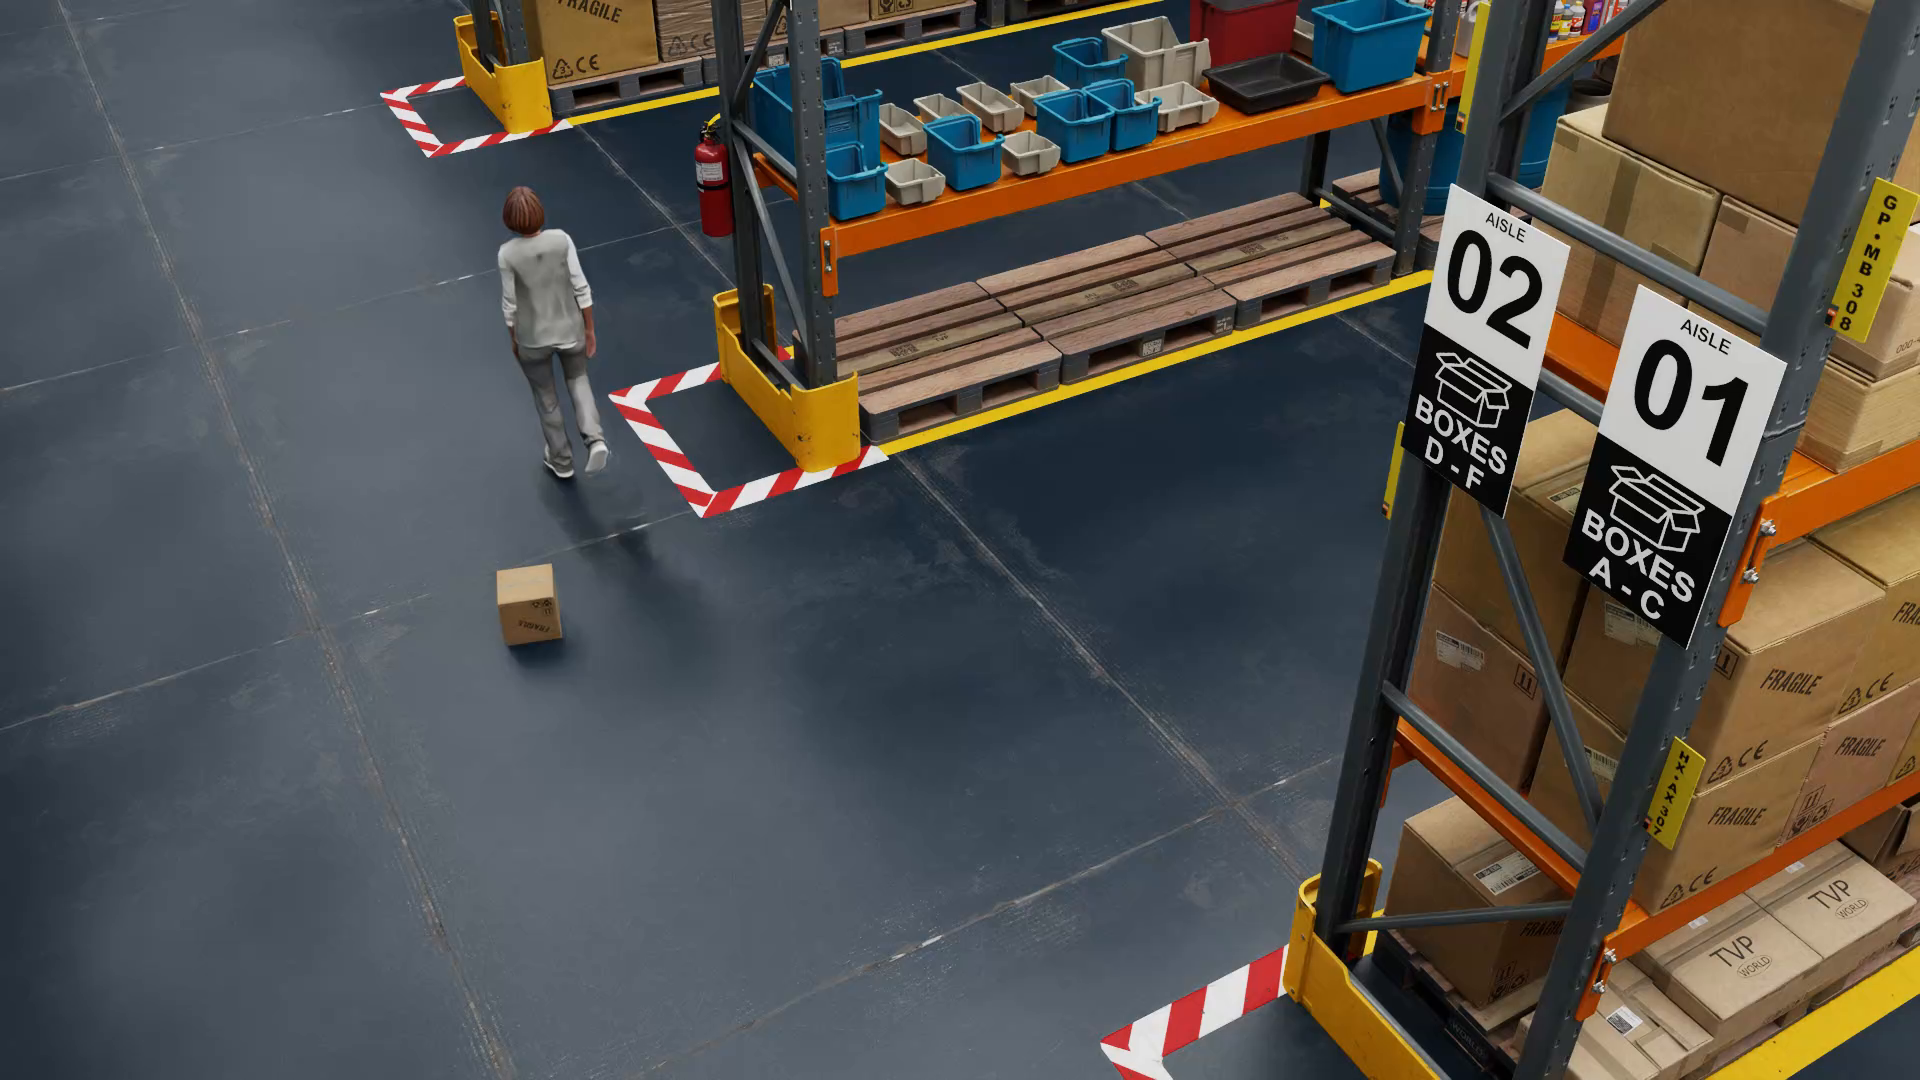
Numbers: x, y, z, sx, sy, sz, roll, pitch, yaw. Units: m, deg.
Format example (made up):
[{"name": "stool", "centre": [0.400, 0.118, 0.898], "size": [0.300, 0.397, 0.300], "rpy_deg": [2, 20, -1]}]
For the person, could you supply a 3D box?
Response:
[{"name": "person", "centre": [-1.988, -0.978, 8.182], "size": [0.419, 1.578, 0.484], "rpy_deg": [-17, 40, -21]}]
